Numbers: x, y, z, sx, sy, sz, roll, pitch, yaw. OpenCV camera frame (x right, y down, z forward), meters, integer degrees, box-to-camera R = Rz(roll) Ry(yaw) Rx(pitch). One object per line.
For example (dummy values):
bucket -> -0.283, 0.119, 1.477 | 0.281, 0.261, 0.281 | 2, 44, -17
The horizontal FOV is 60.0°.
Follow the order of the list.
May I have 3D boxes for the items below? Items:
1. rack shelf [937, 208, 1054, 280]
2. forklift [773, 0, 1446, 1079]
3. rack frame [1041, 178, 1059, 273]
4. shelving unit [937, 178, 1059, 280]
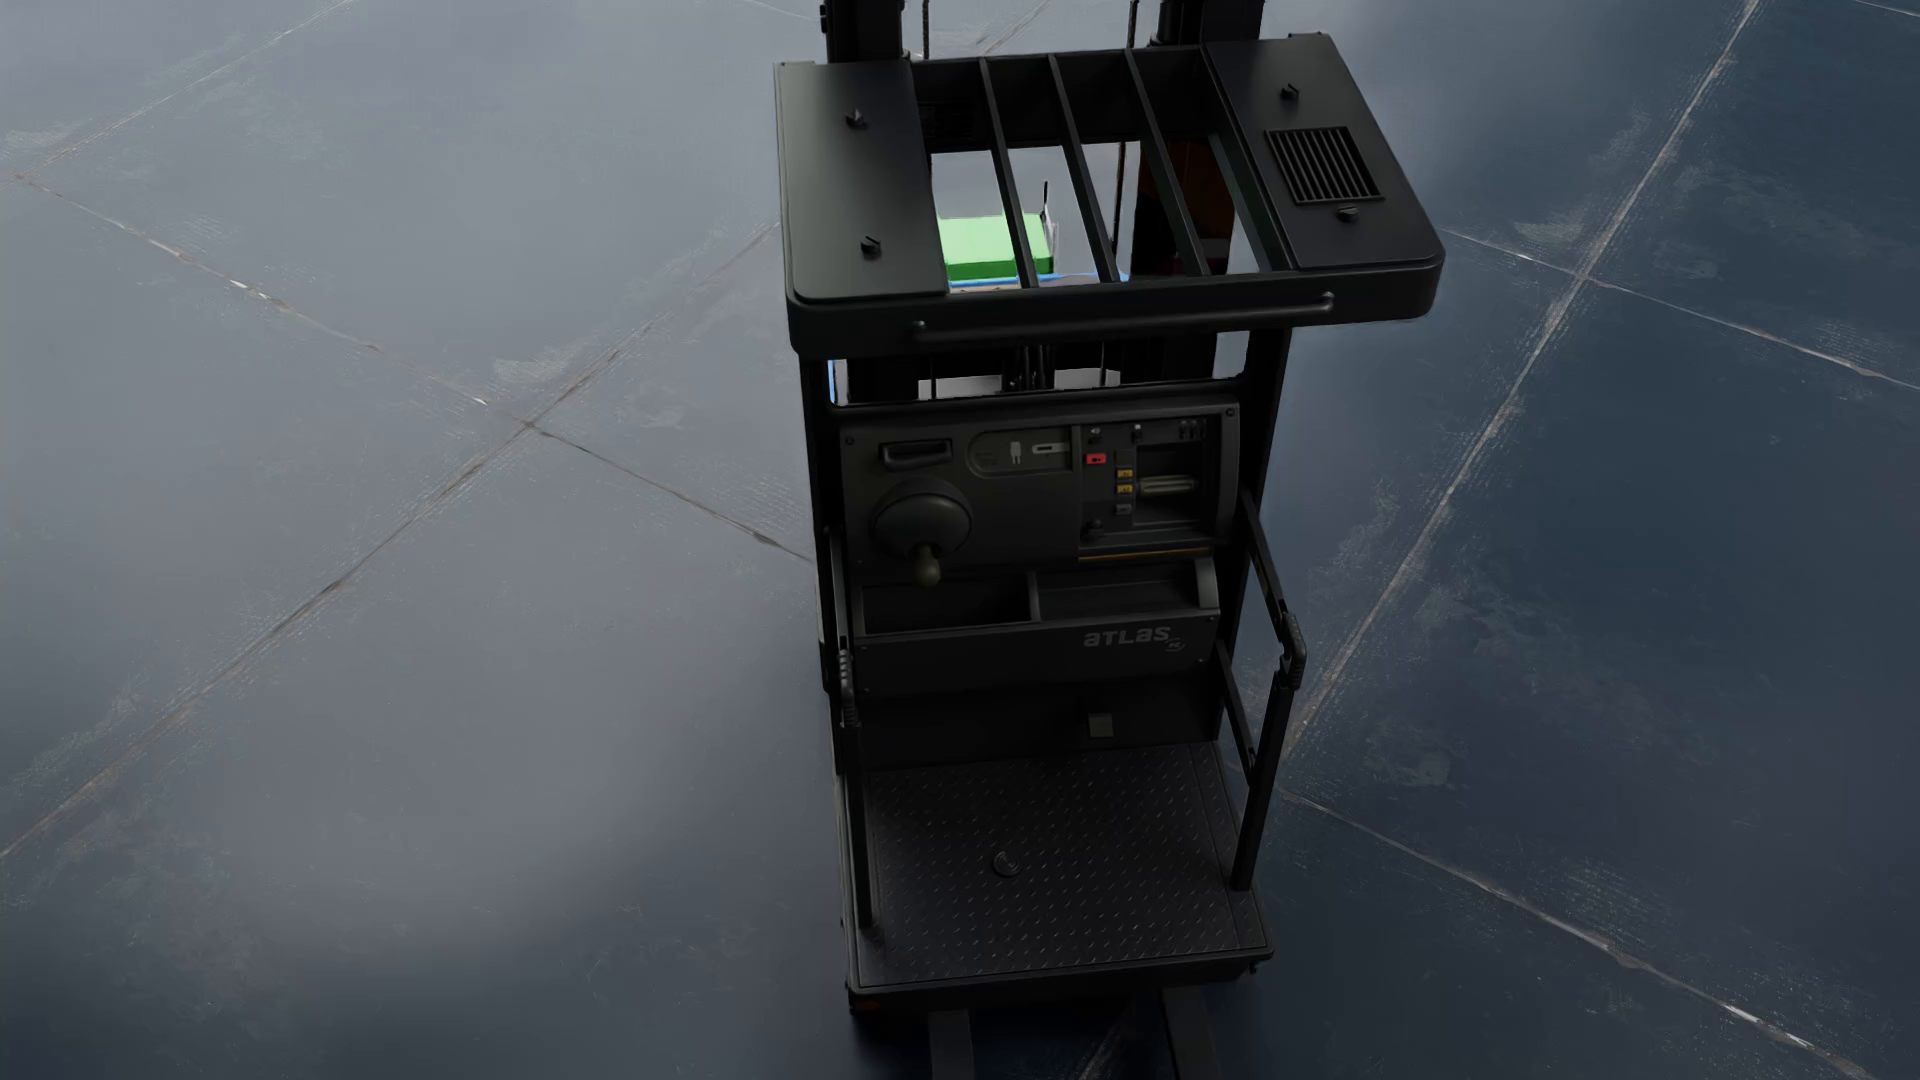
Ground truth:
rack shelf -> 0.034, -0.891, 5.199 | 0.480, 0.148, 0.258 | -5, 46, -4
forklift -> 0.216, -0.019, 3.725 | 1.130, 2.935, 3.031 | -5, 46, -4
rack frame -> 0.277, -0.621, 5.516 | 0.015, 1.200, 0.240 | -5, 46, -4
shelving unit -> 0.034, -0.601, 5.497 | 0.503, 1.200, 0.258 | -5, 46, -4
